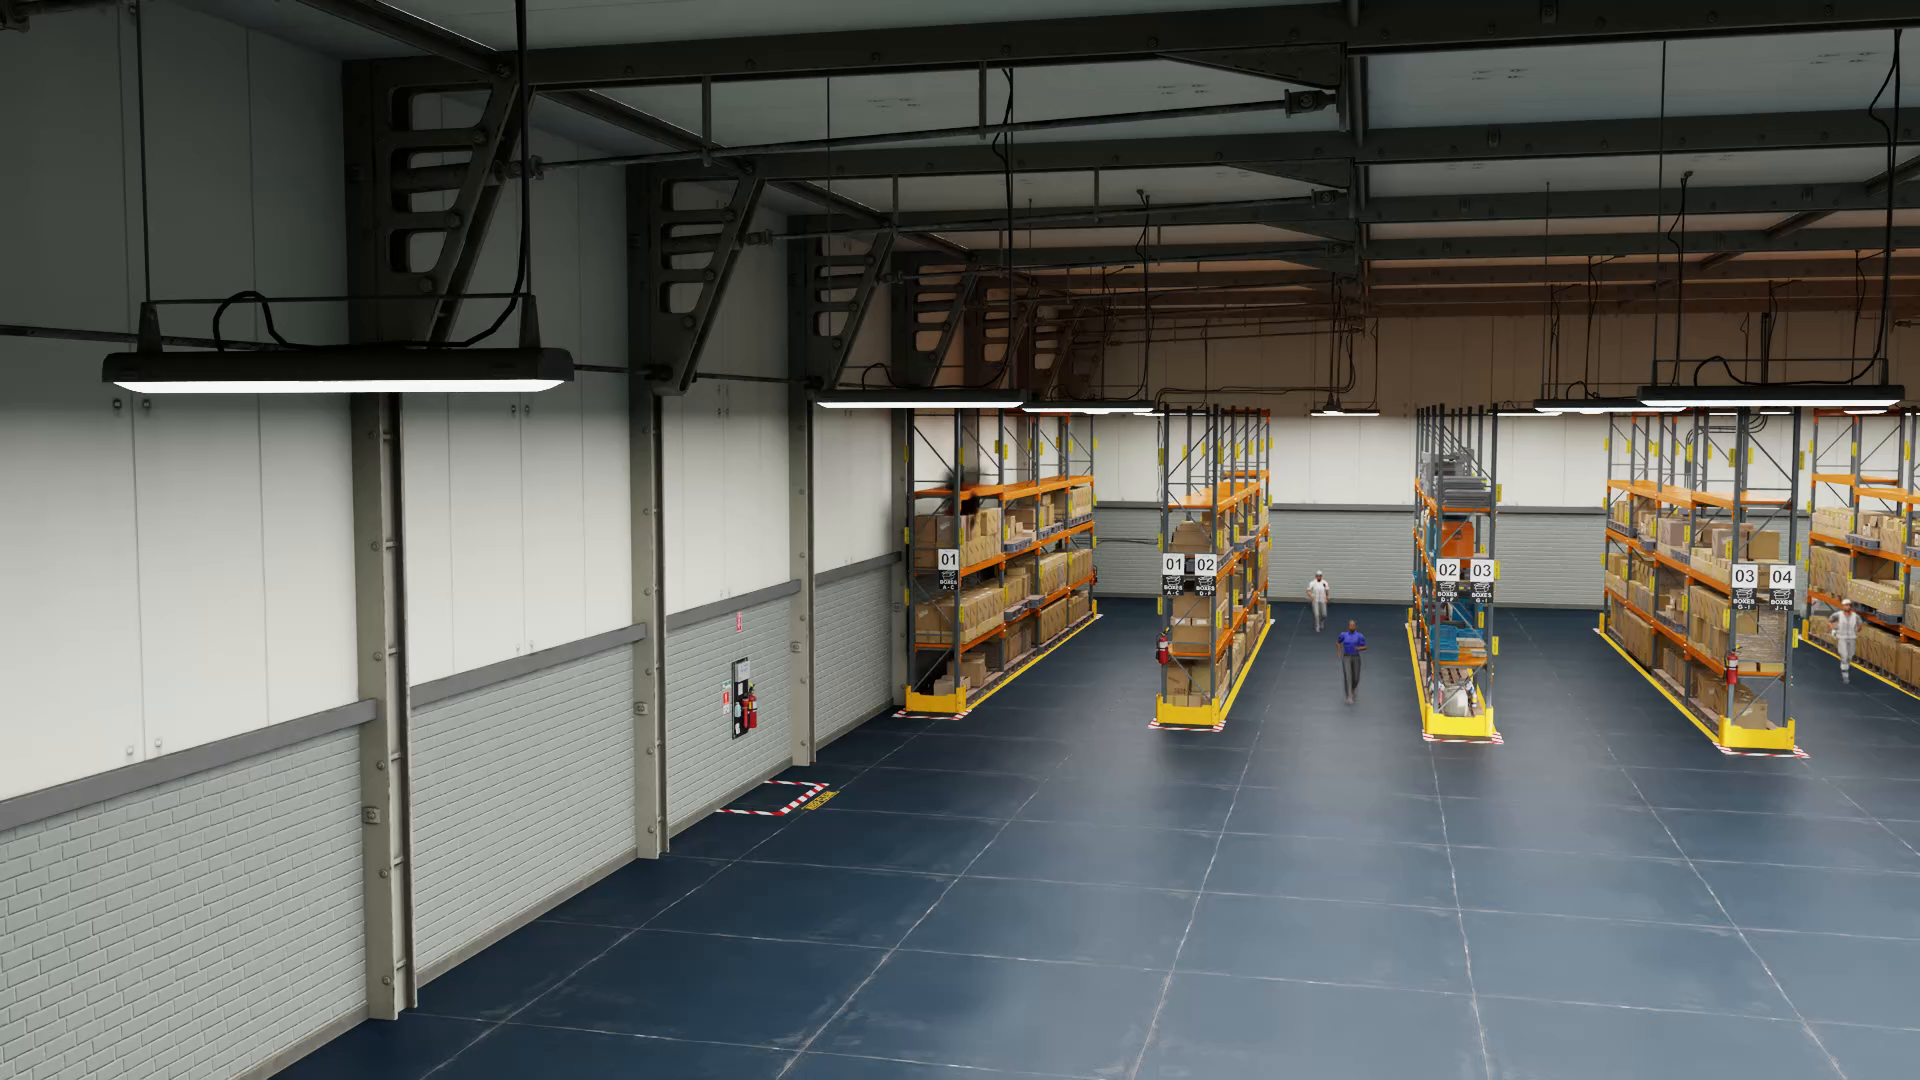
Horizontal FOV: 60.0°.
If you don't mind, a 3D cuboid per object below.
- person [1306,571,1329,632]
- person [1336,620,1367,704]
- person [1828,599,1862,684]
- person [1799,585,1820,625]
[{"bbox_3d":[9.635,1.655,44.770,0.624,1.633,0.552,0,4,2],"label":"person"},{"bbox_3d":[7.913,2.431,33.613,0.579,1.637,0.941,1,4,8],"label":"person"},{"bbox_3d":[19.323,2.179,36.276,0.651,1.794,0.862,1,4,13],"label":"person"},{"bbox_3d":[22.779,1.659,44.473,0.559,1.673,0.827,2,4,22],"label":"person"}]
